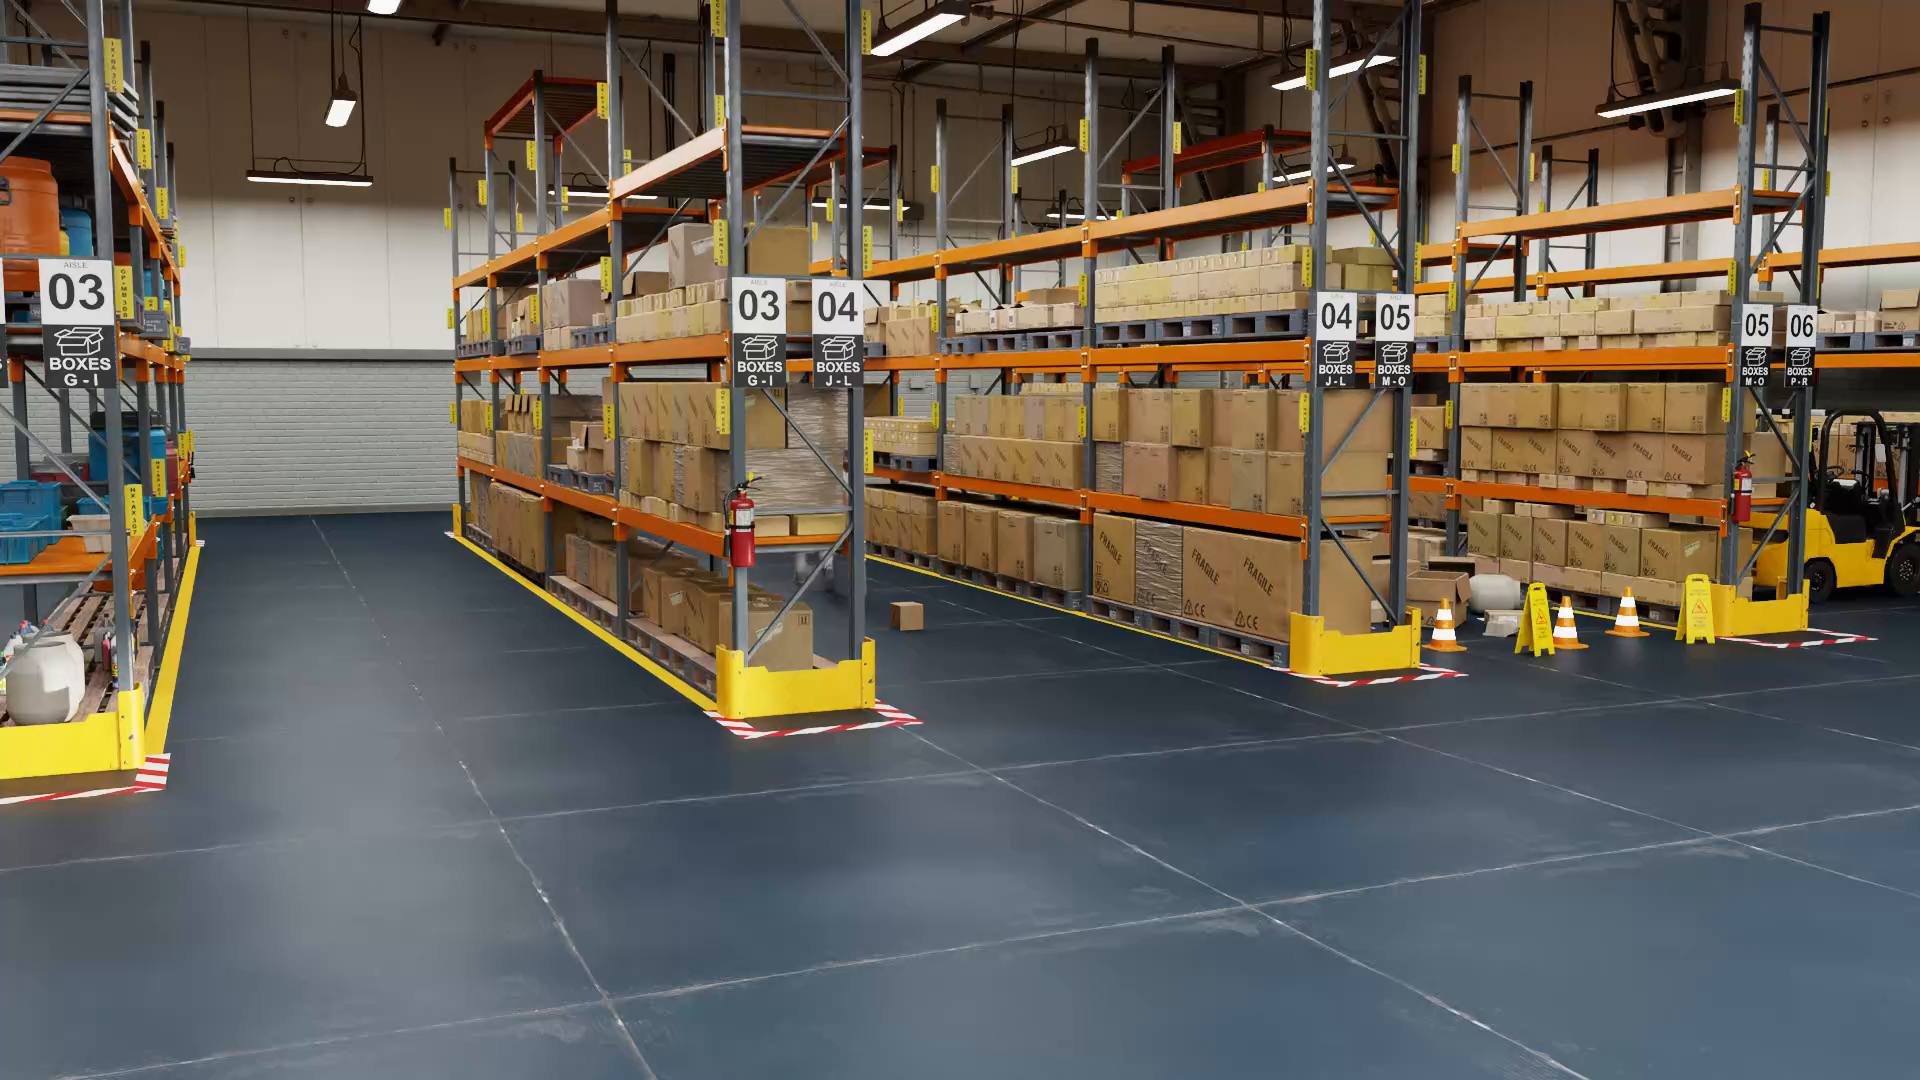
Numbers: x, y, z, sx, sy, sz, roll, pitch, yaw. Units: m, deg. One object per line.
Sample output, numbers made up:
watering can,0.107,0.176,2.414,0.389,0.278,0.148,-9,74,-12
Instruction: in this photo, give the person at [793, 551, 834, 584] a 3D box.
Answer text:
person,-1.773,-0.325,19.992,0.540,1.738,0.889,-2,6,-18
